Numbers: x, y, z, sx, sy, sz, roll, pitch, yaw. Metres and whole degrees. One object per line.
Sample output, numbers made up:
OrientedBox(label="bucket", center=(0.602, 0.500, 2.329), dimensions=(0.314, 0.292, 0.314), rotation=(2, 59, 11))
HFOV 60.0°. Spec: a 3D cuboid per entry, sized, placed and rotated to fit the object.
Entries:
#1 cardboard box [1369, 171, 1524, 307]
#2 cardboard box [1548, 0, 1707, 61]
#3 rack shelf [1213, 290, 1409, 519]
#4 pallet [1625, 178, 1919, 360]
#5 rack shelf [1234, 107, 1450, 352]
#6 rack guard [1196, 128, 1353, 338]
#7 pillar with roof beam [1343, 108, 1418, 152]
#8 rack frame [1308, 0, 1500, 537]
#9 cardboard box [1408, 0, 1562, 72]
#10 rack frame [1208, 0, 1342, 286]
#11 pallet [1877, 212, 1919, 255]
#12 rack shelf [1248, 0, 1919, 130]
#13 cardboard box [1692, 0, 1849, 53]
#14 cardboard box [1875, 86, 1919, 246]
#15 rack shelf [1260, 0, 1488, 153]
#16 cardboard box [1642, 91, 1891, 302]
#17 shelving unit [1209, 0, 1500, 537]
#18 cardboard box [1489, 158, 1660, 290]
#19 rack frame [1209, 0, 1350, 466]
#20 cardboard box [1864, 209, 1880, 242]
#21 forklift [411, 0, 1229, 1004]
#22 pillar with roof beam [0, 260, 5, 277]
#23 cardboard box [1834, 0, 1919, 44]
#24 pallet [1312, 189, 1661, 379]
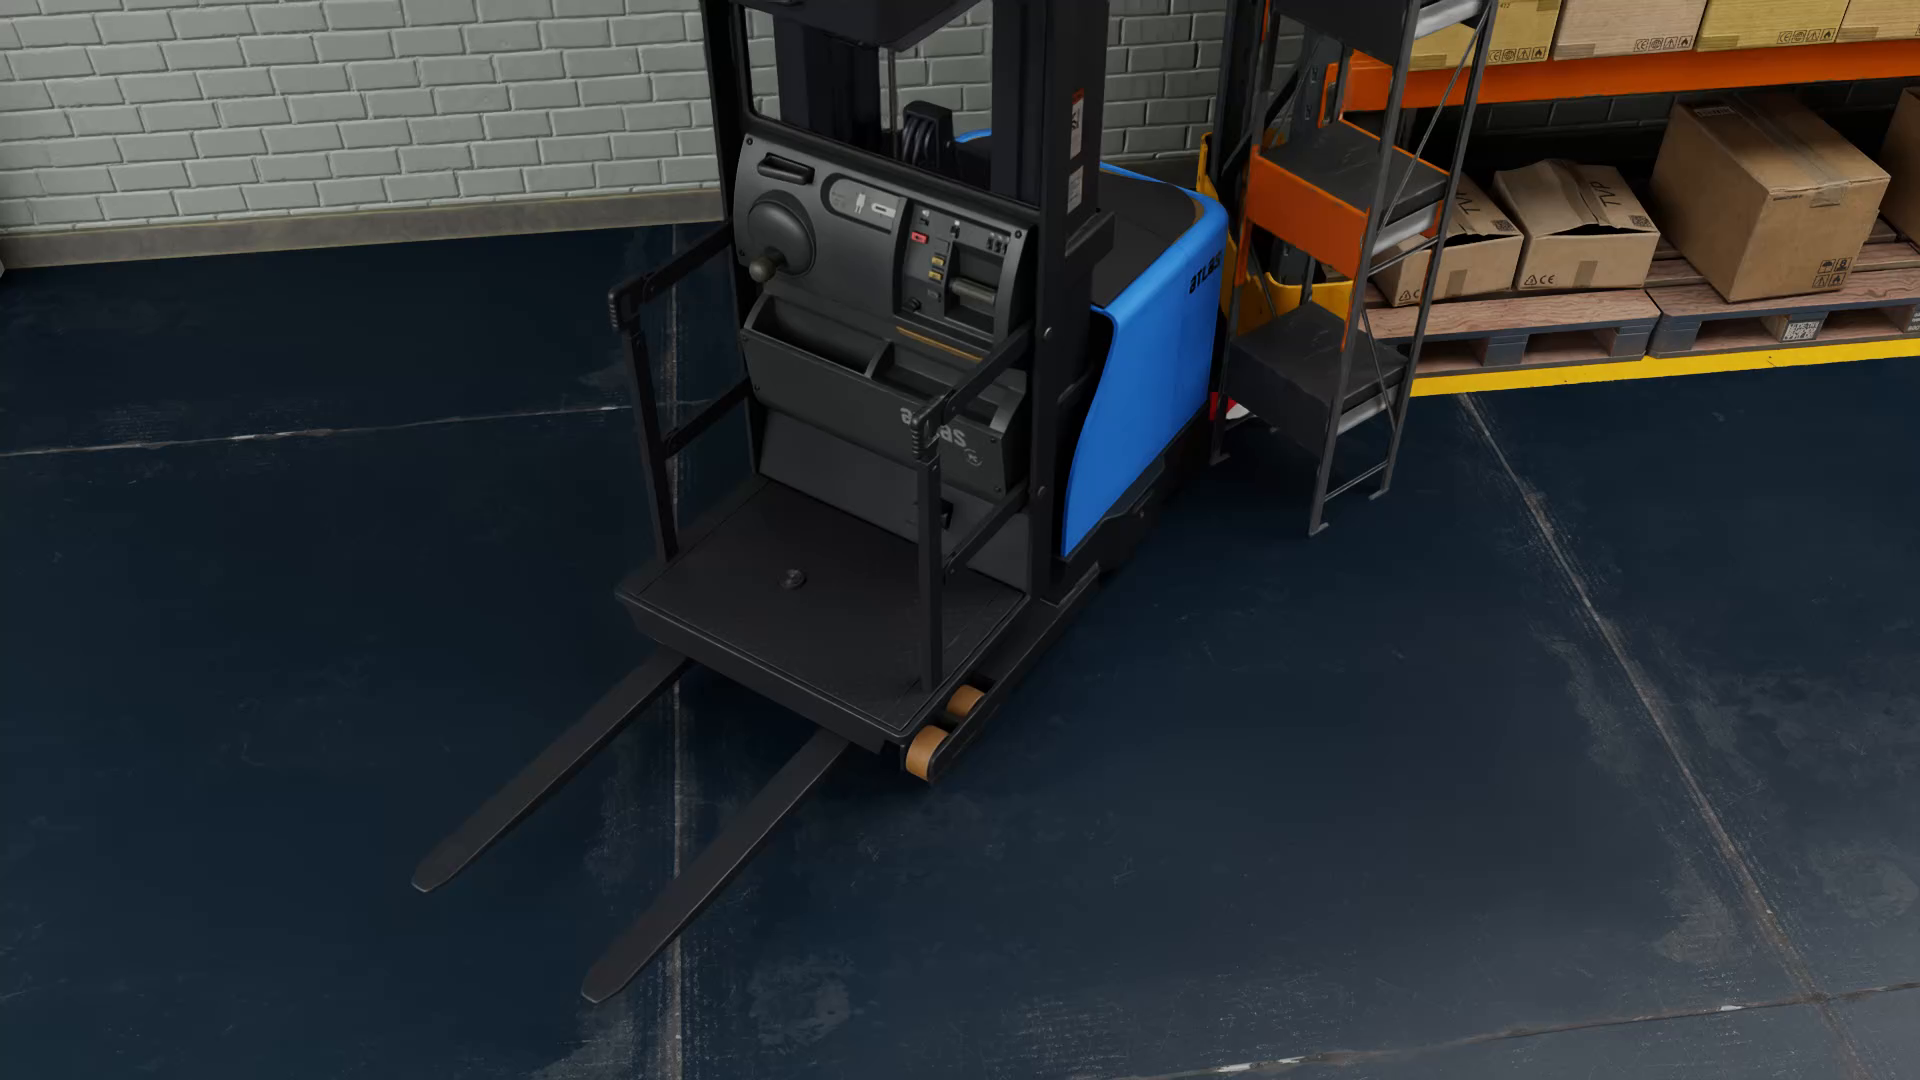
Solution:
OrientedBox(label="cardboard box", center=(1.852, -1.212, 6.533), dimensions=(0.500, 0.311, 0.500), rotation=(-9, 43, -10))
OrientedBox(label="cardboard box", center=(2.192, -1.885, 5.697), dimensions=(0.500, 0.250, 0.500), rotation=(-6, 42, -7))
OrientedBox(label="rack shelf", center=(1.219, -0.475, 5.774), dimensions=(0.431, 0.518, 0.480), rotation=(-28, 49, -27))
OrientedBox(label="pallet", center=(3.247, -1.169, 6.888), dimensions=(1.213, 0.211, 1.003), rotation=(-5, 42, -6))
OrientedBox(label="rack shelf", center=(1.220, -0.994, 5.305), dimensions=(0.431, 0.518, 0.480), rotation=(-28, 49, -27))
OrientedBox(label="rack guard", center=(1.229, -1.125, 6.624), dimensions=(0.348, 0.500, 1.175), rotation=(-5, 42, -6))
OrientedBox(label="pillar with roof beam", center=(2.294, -2.051, 1.305), dimensions=(0.400, 9.000, 9.100), rotation=(-5, 42, -6))
OrientedBox(label="rack frame", center=(1.370, -0.876, 5.153), dimensions=(0.400, 2.100, 0.015), rotation=(-28, 49, -27))
OrientedBox(label="cardboard box", center=(1.679, -1.830, 5.636), dimensions=(0.500, 0.250, 0.500), rotation=(-6, 42, -7))
OrientedBox(label="rack frame", center=(1.154, -2.047, 5.780), dimensions=(0.127, 3.000, 1.000), rotation=(-5, 42, -6))
OrientedBox(label="pallet", center=(4.459, -1.277, 7.008), dimensions=(1.213, 0.211, 1.003), rotation=(-5, 42, -6))
OrientedBox(label="rack shelf", center=(3.137, -1.953, 6.213), dimensions=(4.000, 0.370, 1.077), rotation=(-5, 42, -6))
OrientedBox(label="cardboard box", center=(2.698, -1.925, 5.741), dimensions=(0.500, 0.250, 0.500), rotation=(-6, 42, -6))
OrientedBox(label="cardboard box", center=(4.096, -1.513, 6.725), dimensions=(0.500, 0.500, 0.500), rotation=(-8, 43, -9))
OrientedBox(label="rack shelf", center=(1.220, -1.514, 4.836), dimensions=(0.431, 0.518, 0.480), rotation=(-28, 49, -27))
OrientedBox(label="cardboard box", center=(3.151, -1.362, 6.558), dimensions=(0.500, 0.500, 0.700), rotation=(-7, 43, -8))
OrientedBox(label="shelving unit", center=(1.220, -1.005, 5.296), dimensions=(0.431, 2.100, 0.503), rotation=(-28, 49, -27))
OrientedBox(label="cardboard box", center=(2.417, -1.261, 6.588), dimensions=(0.500, 0.311, 0.500), rotation=(-2, 42, -2))
OrientedBox(label="rack frame", center=(1.069, -1.133, 5.438), dimensions=(0.400, 2.100, 0.015), rotation=(-28, 49, -27))
OrientedBox(label="cardboard box", center=(3.532, -1.373, 6.833), dimensions=(0.250, 0.149, 0.380), rotation=(-8, 43, -9))
OrientedBox(label="forklift", center=(-0.347, -0.737, 4.379), dimensions=(1.130, 2.935, 3.031), rotation=(24, 47, 24))
OrientedBox(label="pillar with roof beam", center=(-3.655, -1.530, 0.727), dimensions=(0.400, 9.000, 9.100), rotation=(-5, 42, -6))
OrientedBox(label="cardboard box", center=(3.200, -1.967, 5.788), dimensions=(0.500, 0.250, 0.500), rotation=(-5, 42, -5))
OrientedBox(label="pallet", center=(2.040, -1.065, 6.773), dimensions=(1.213, 0.211, 1.003), rotation=(-5, 42, -6))
